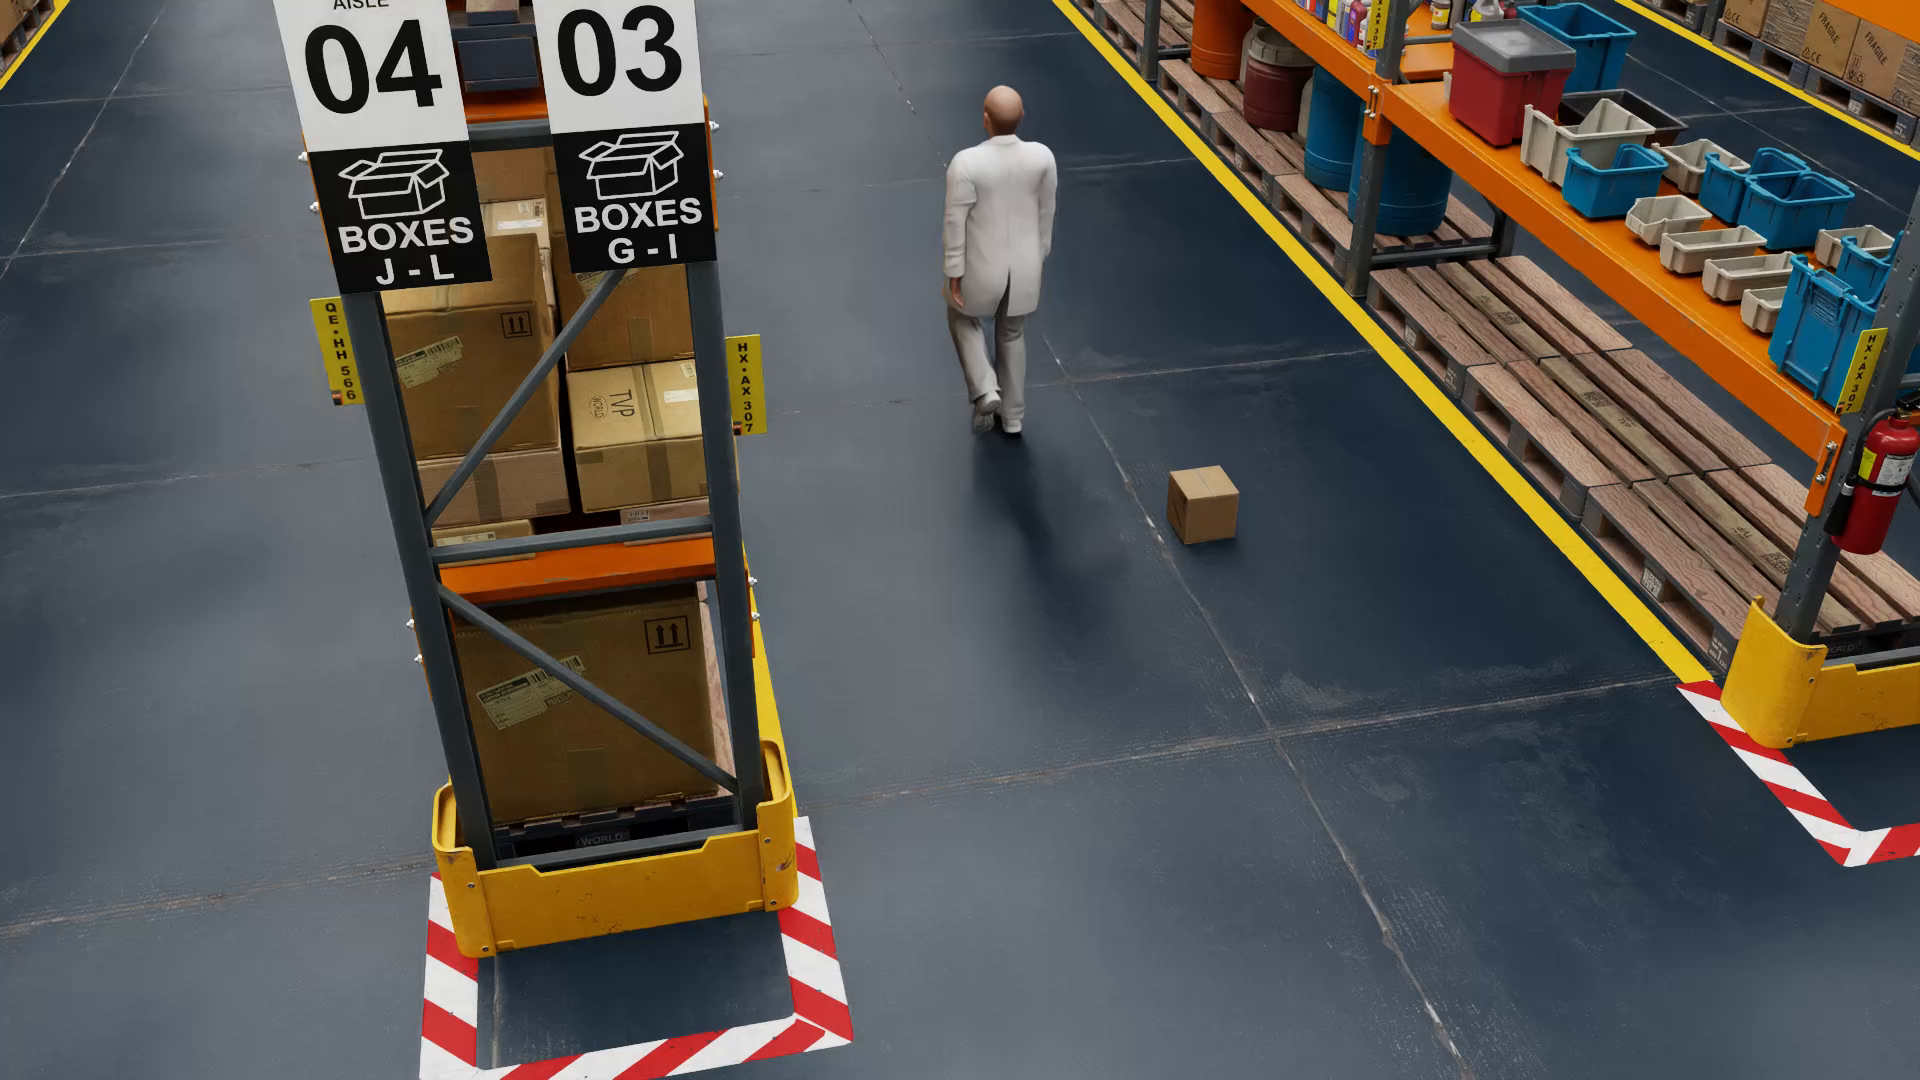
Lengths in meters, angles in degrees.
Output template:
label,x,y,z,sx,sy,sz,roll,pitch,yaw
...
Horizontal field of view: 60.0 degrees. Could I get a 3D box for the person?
label,x,y,z,sx,sy,sz,roll,pitch,yaw
person,0.179,-1.336,8.112,0.584,1.790,0.524,-8,35,-12
